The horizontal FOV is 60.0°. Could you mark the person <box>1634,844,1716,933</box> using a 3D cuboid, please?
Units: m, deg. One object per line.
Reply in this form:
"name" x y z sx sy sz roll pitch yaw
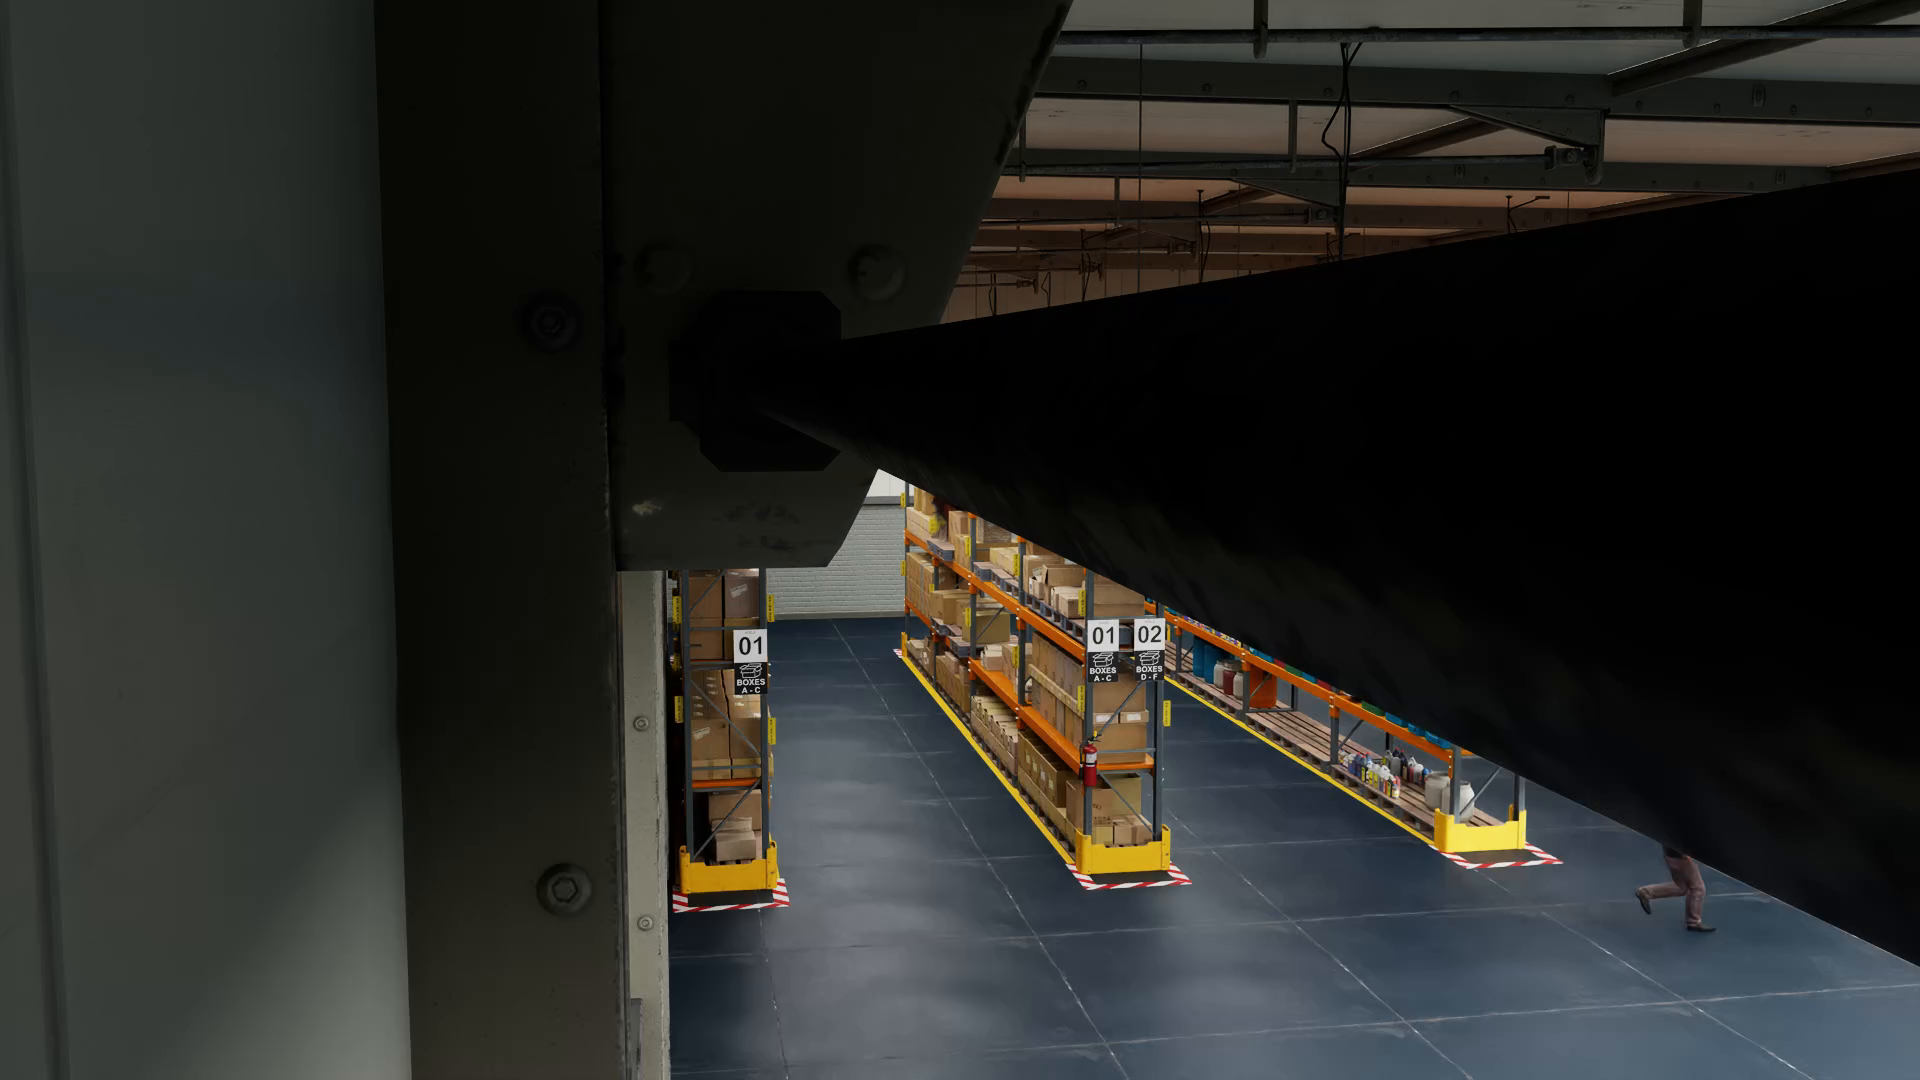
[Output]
"person" 8.084 3.560 18.725 0.847 1.690 0.697 2 6 14
